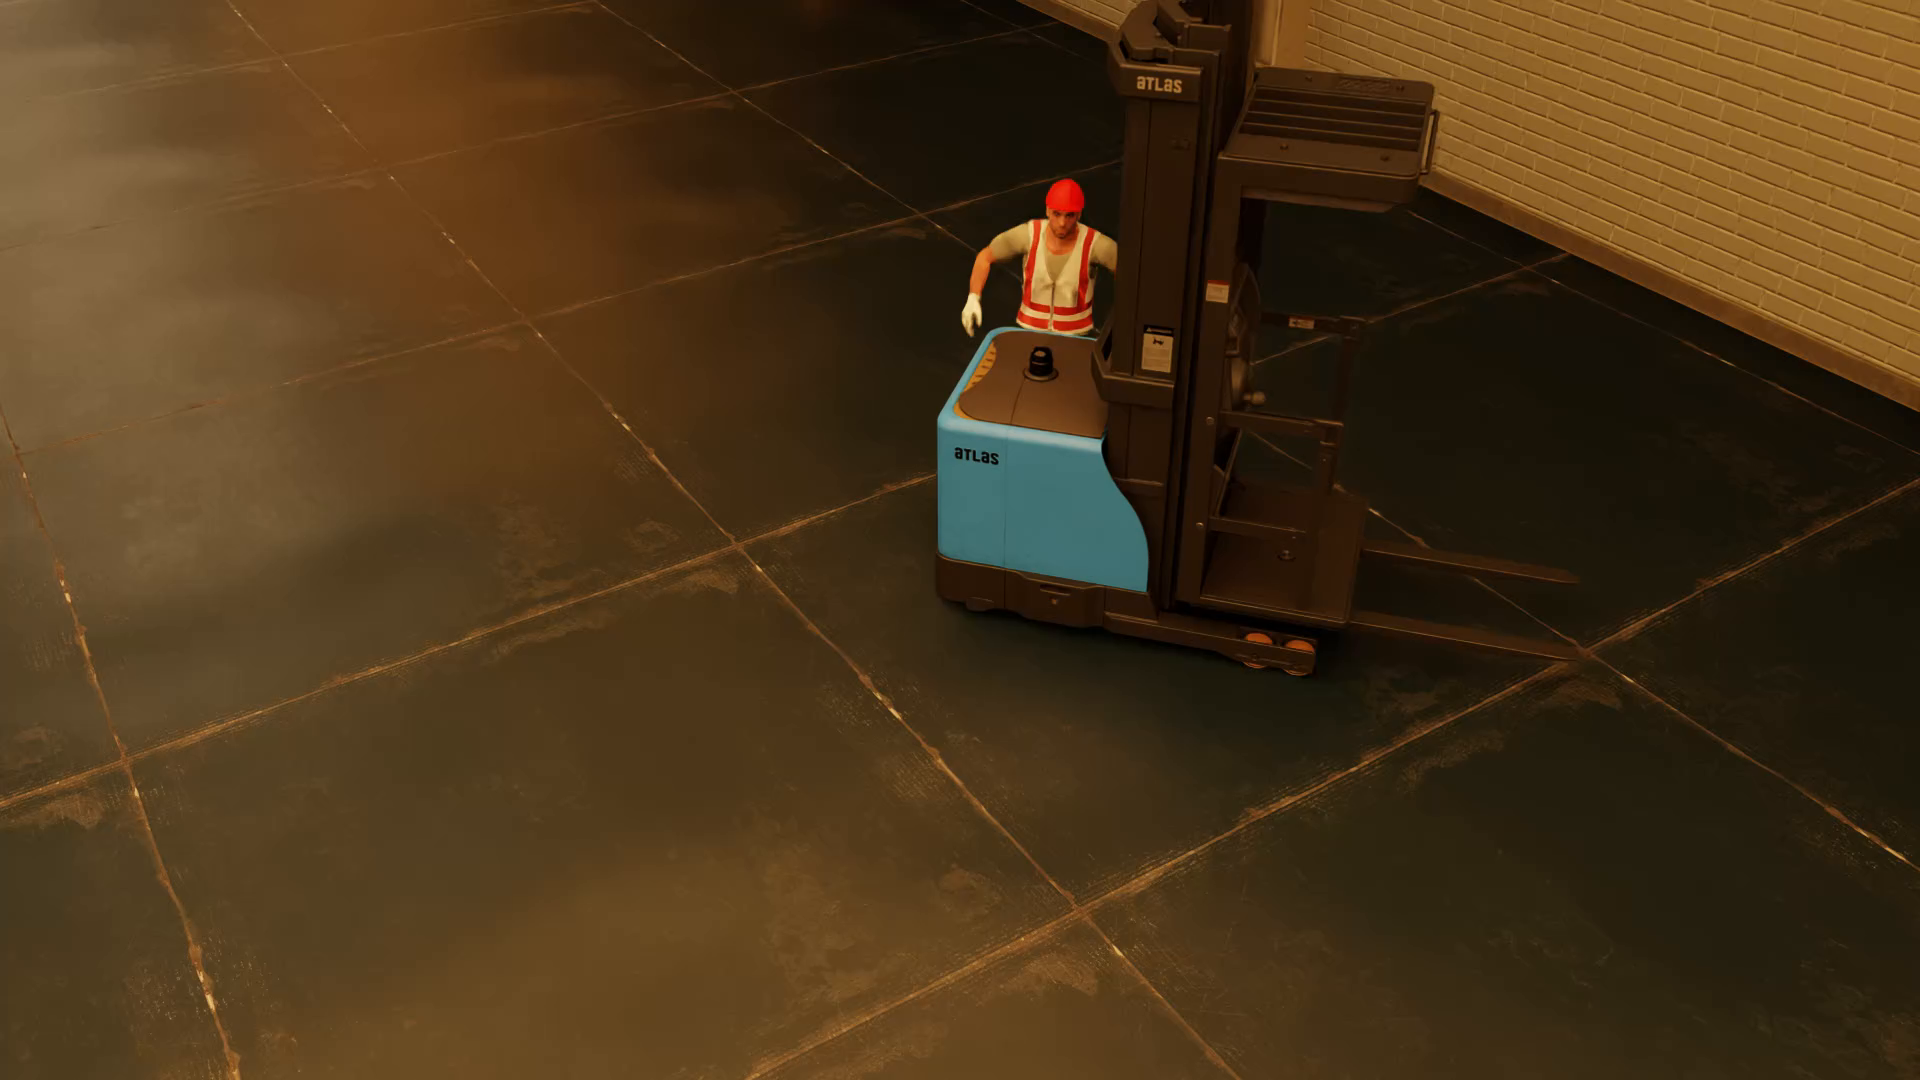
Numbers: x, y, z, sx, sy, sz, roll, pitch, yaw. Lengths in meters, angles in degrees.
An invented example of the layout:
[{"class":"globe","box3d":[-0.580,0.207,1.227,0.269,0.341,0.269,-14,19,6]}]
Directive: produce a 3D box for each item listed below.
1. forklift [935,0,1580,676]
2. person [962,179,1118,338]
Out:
[{"class":"forklift","box3d":[1.454,-0.905,7.436,3.031,2.935,1.130,10,36,13]},{"class":"person","box3d":[0.500,-1.030,8.706,0.997,1.719,0.682,7,36,9]}]
